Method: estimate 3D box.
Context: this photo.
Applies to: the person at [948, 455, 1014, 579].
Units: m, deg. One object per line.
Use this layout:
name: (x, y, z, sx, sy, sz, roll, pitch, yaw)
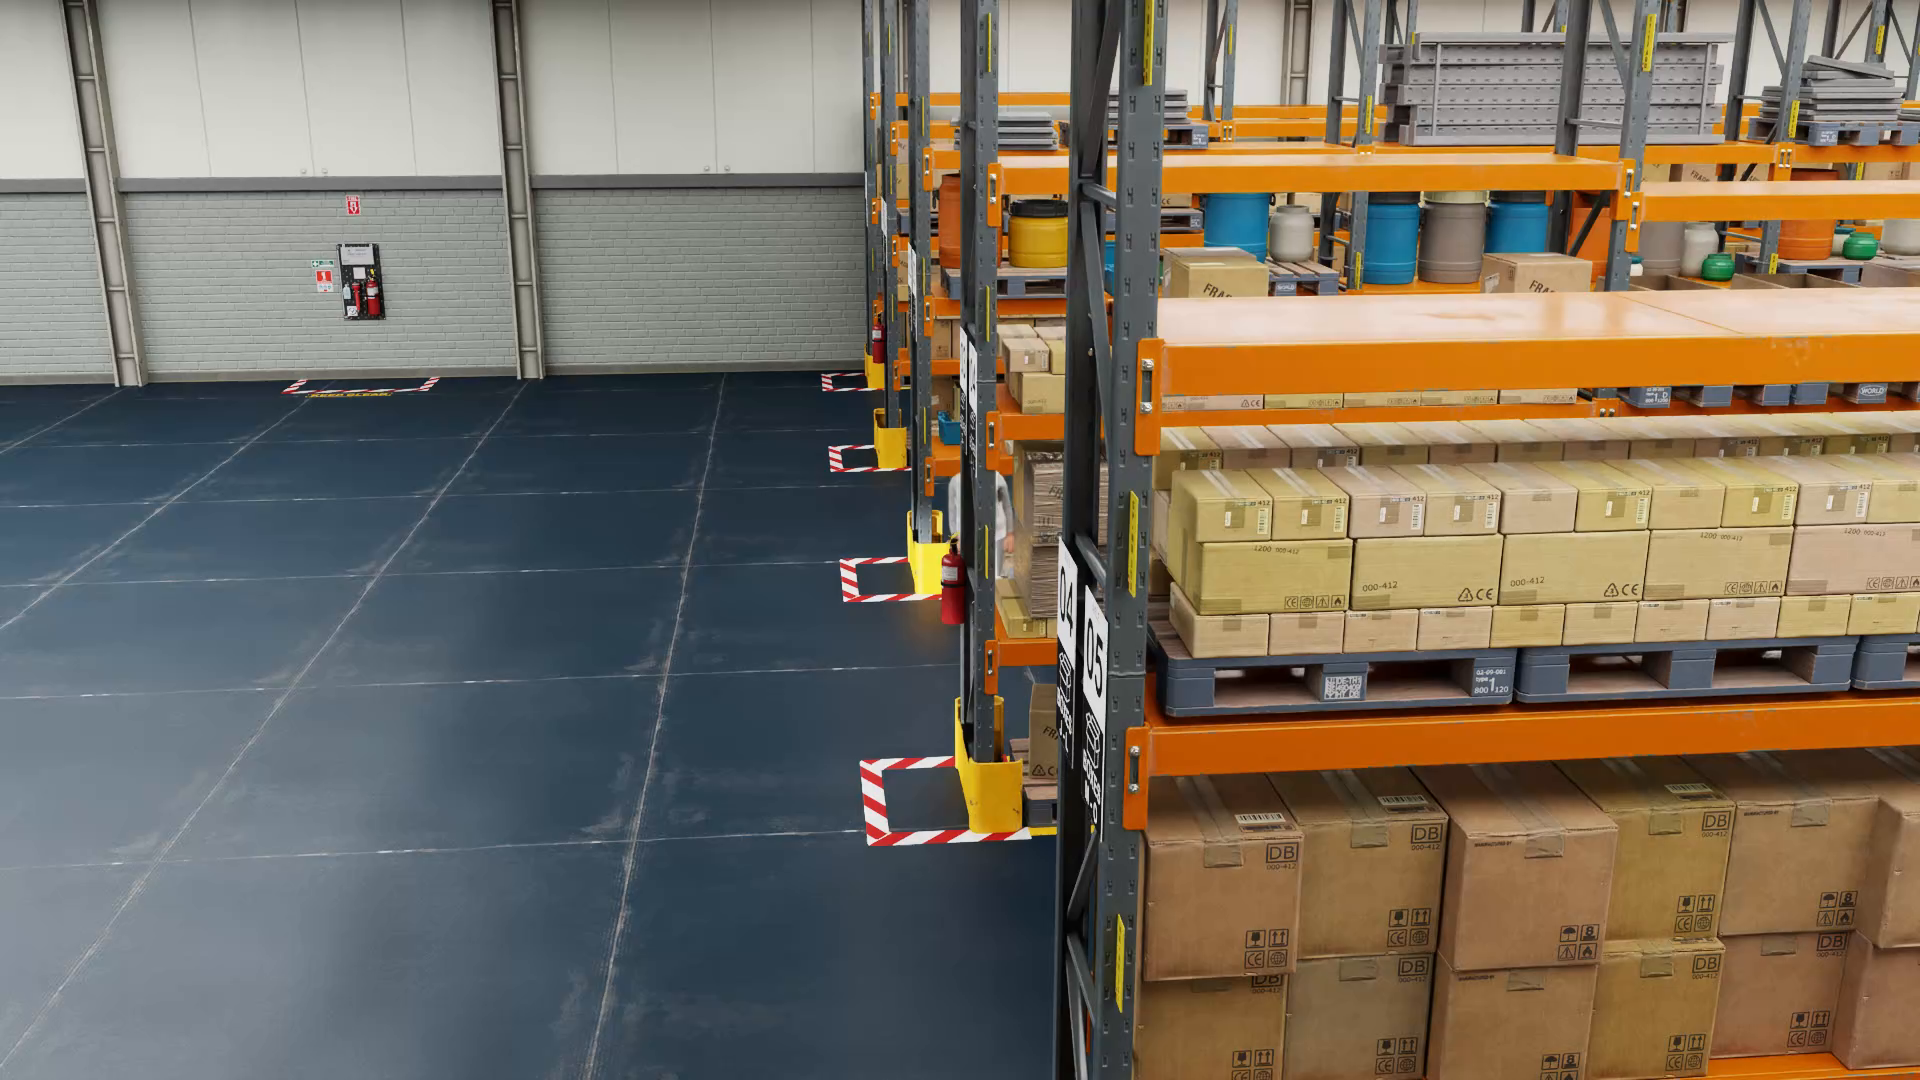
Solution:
person: (0.172, -0.027, 14.428, 0.568, 1.759, 0.483, 6, 18, 18)
